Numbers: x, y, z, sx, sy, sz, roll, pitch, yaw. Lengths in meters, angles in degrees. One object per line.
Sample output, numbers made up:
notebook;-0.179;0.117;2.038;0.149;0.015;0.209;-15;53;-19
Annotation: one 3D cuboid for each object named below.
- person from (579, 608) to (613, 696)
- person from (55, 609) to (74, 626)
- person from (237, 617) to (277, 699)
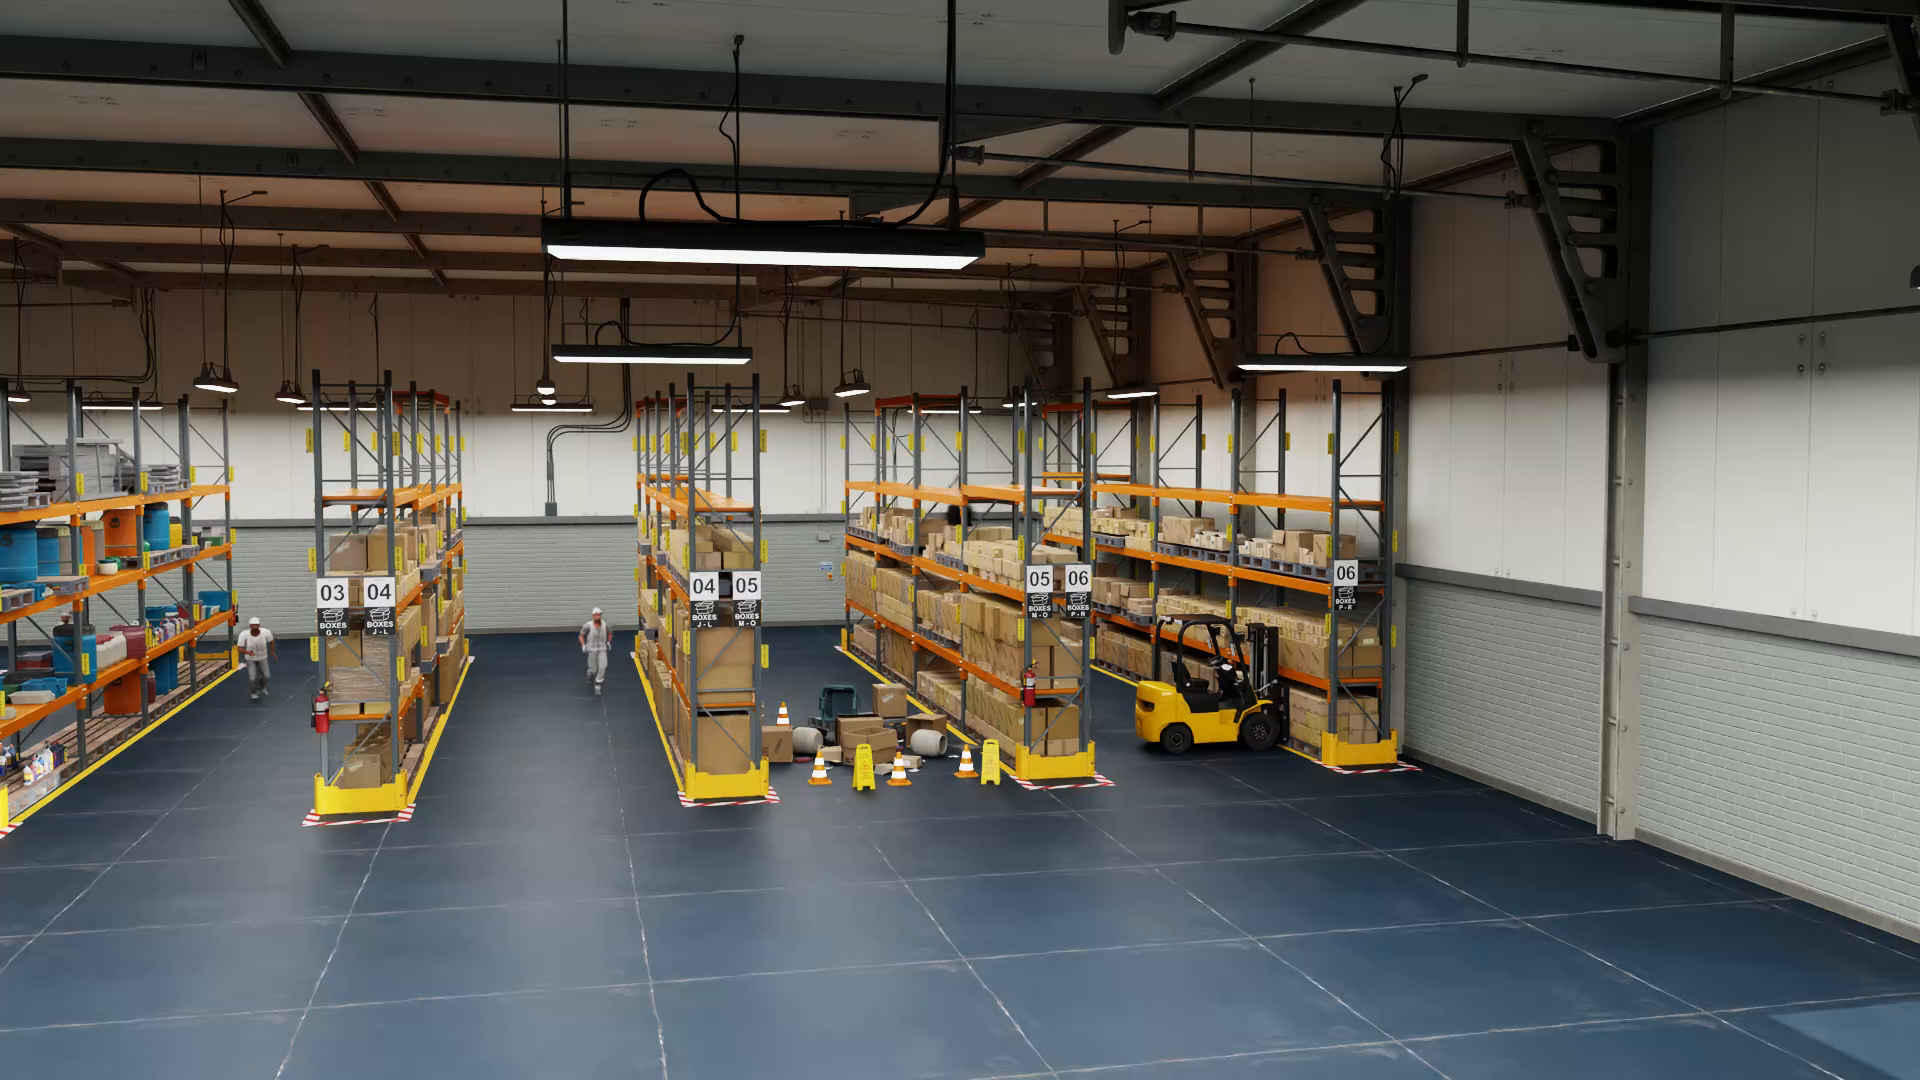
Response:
person;-7.295;2.222;33.369;0.674;1.735;0.676;-2;4;-25
person;-18.045;2.241;33.581;0.494;1.707;0.789;-1;3;-15
person;-13.693;2.311;32.397;0.717;1.652;0.768;-2;4;-30
